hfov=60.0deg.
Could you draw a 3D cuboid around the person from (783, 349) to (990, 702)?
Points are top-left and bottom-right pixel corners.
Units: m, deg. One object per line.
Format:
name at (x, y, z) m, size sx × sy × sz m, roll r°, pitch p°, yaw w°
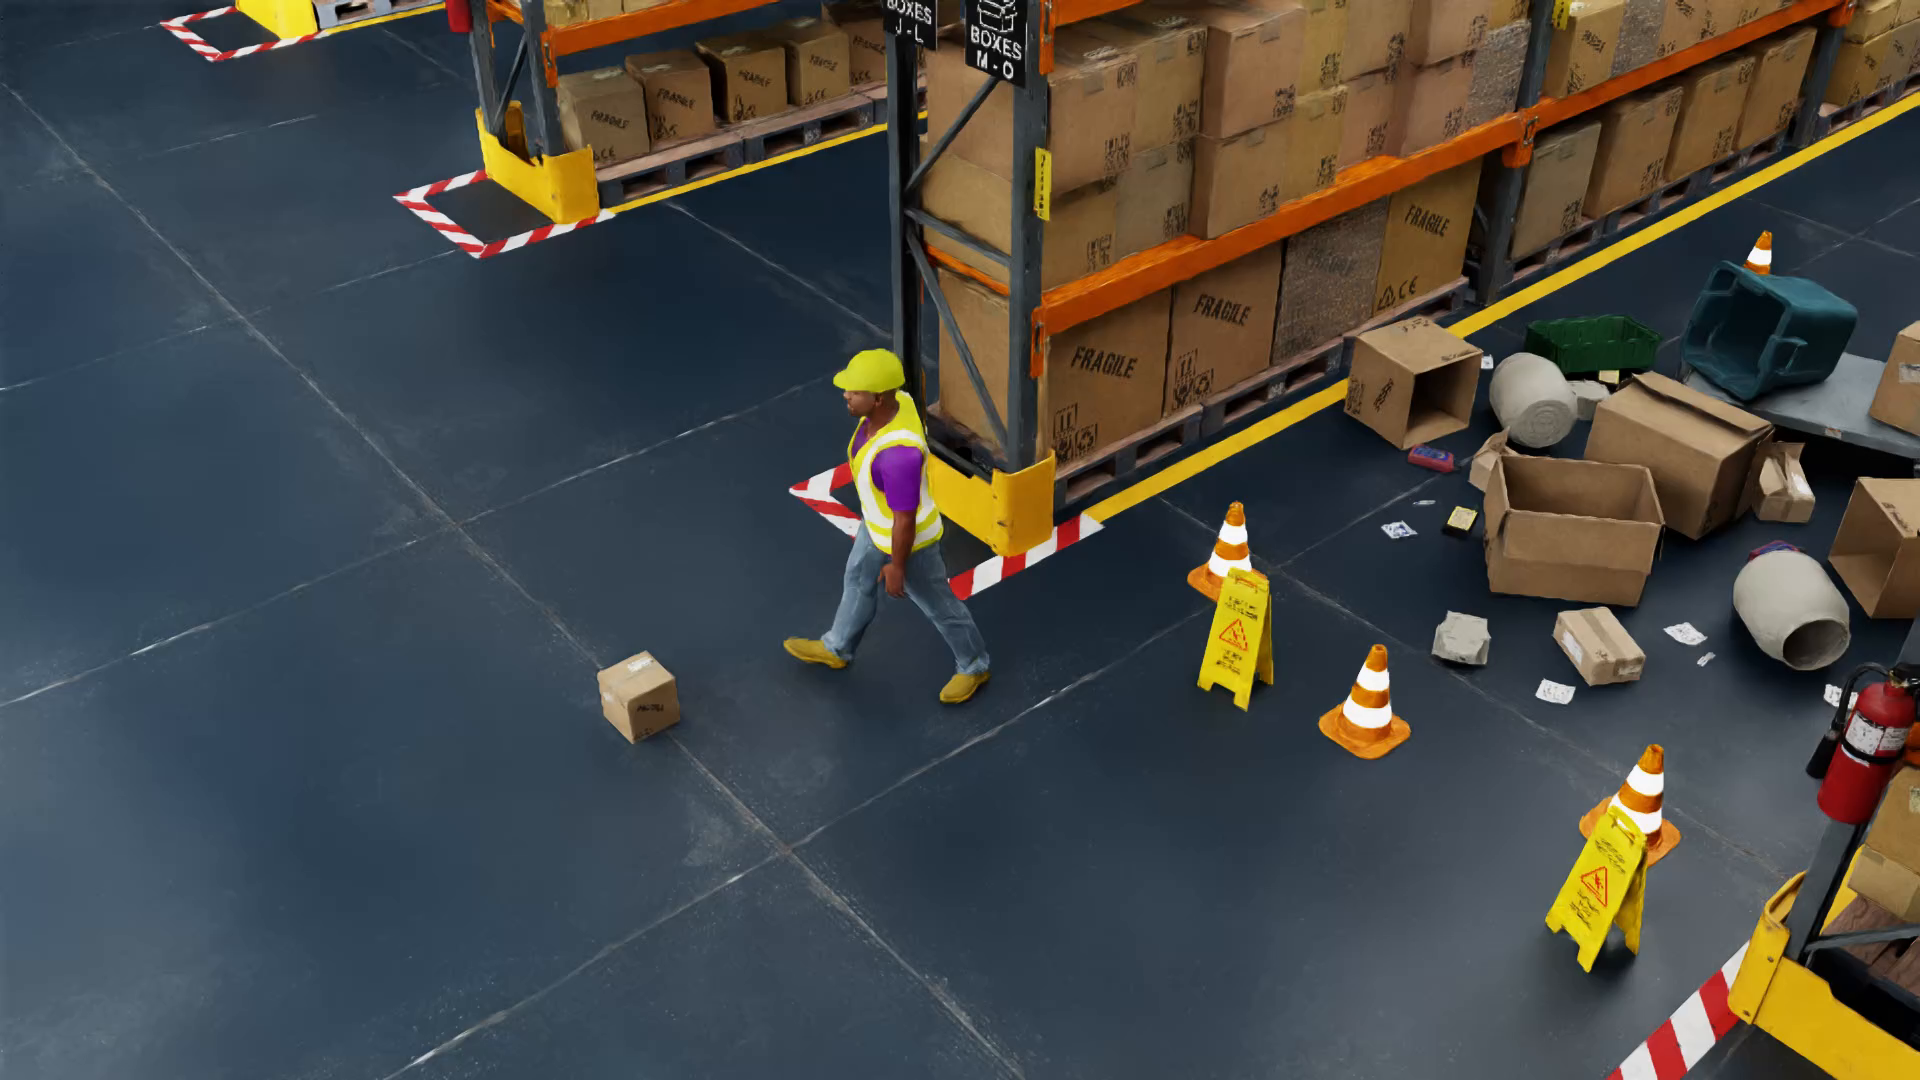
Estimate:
person at (-0.318, -0.048, 7.133) m, size 0.899 × 1.729 × 0.599 m, roll -8°, pitch 37°, yaw -12°
